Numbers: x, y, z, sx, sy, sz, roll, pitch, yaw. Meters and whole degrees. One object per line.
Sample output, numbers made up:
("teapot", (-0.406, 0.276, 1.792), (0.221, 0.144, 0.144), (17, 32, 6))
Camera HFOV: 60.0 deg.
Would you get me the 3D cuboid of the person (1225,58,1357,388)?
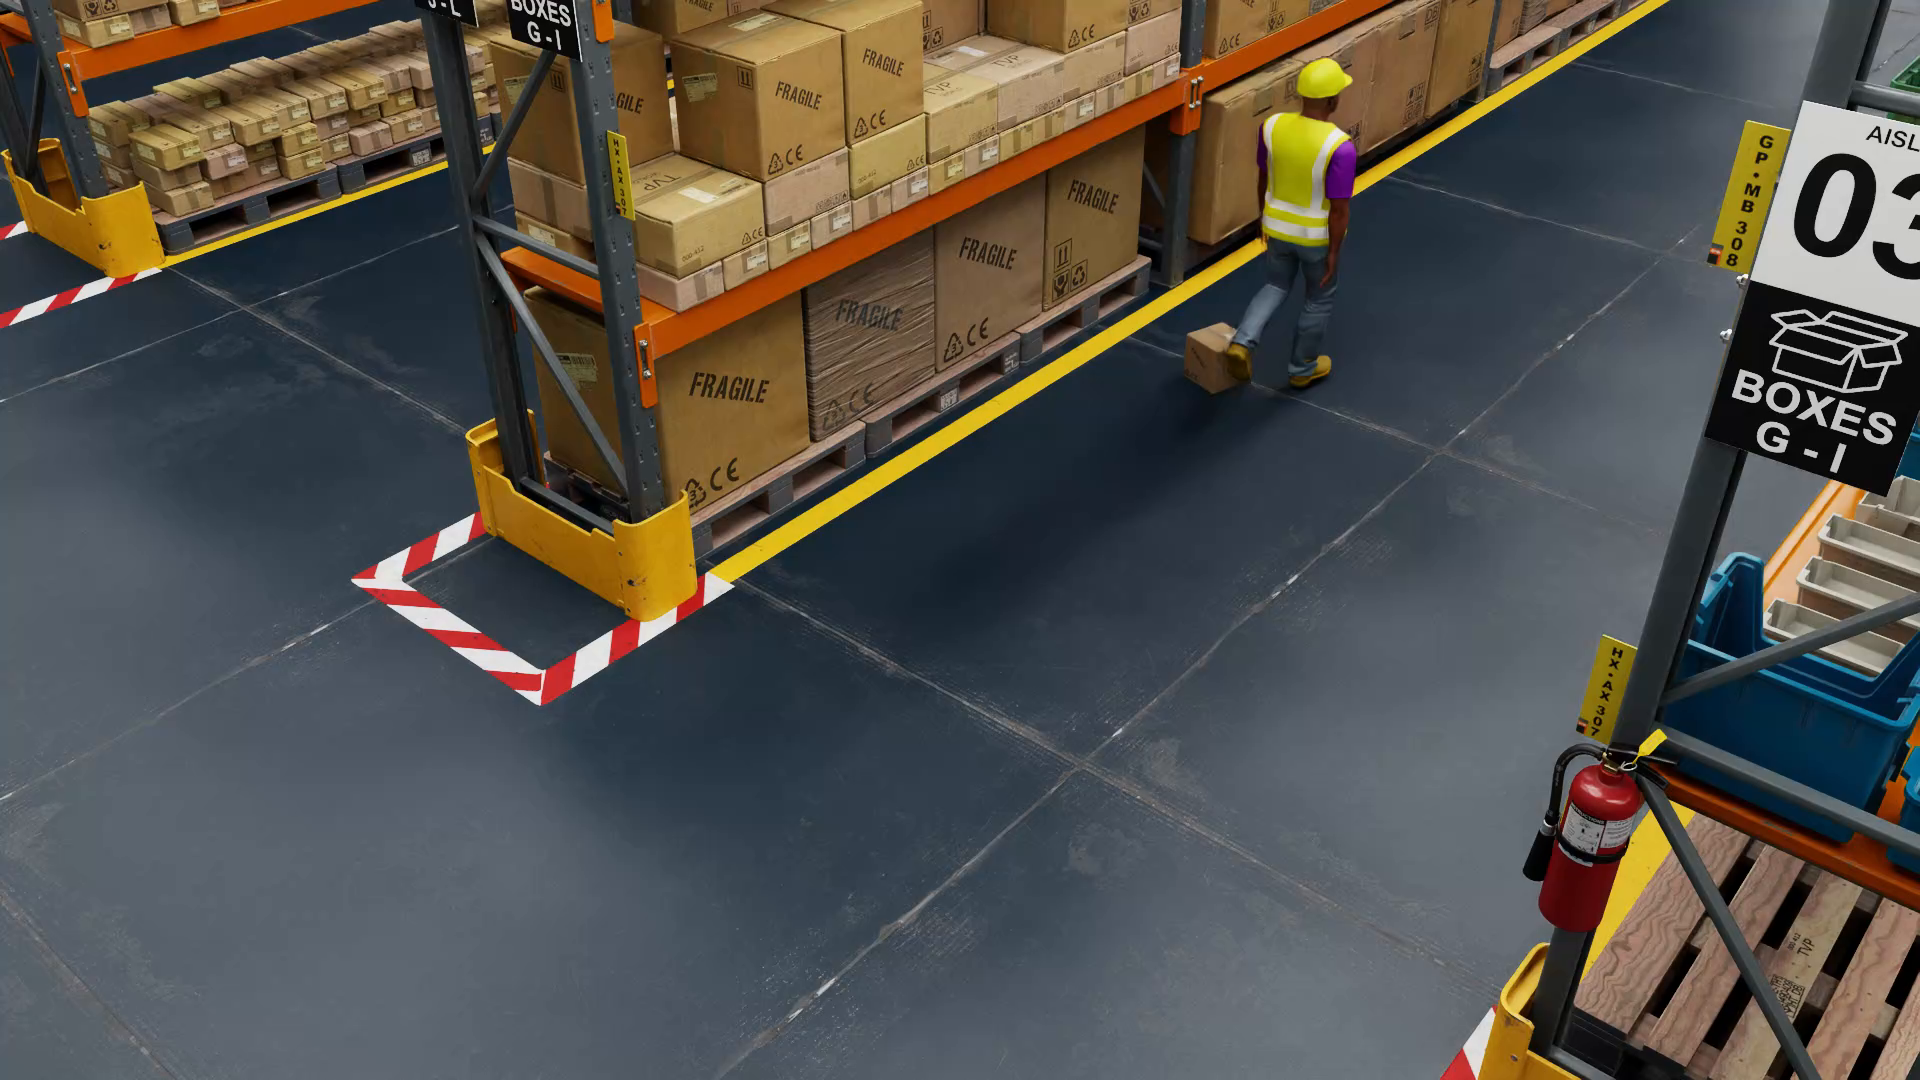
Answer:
("person", (1.682, -1.532, 8.291), (0.579, 1.749, 0.706), (27, 43, 33))
